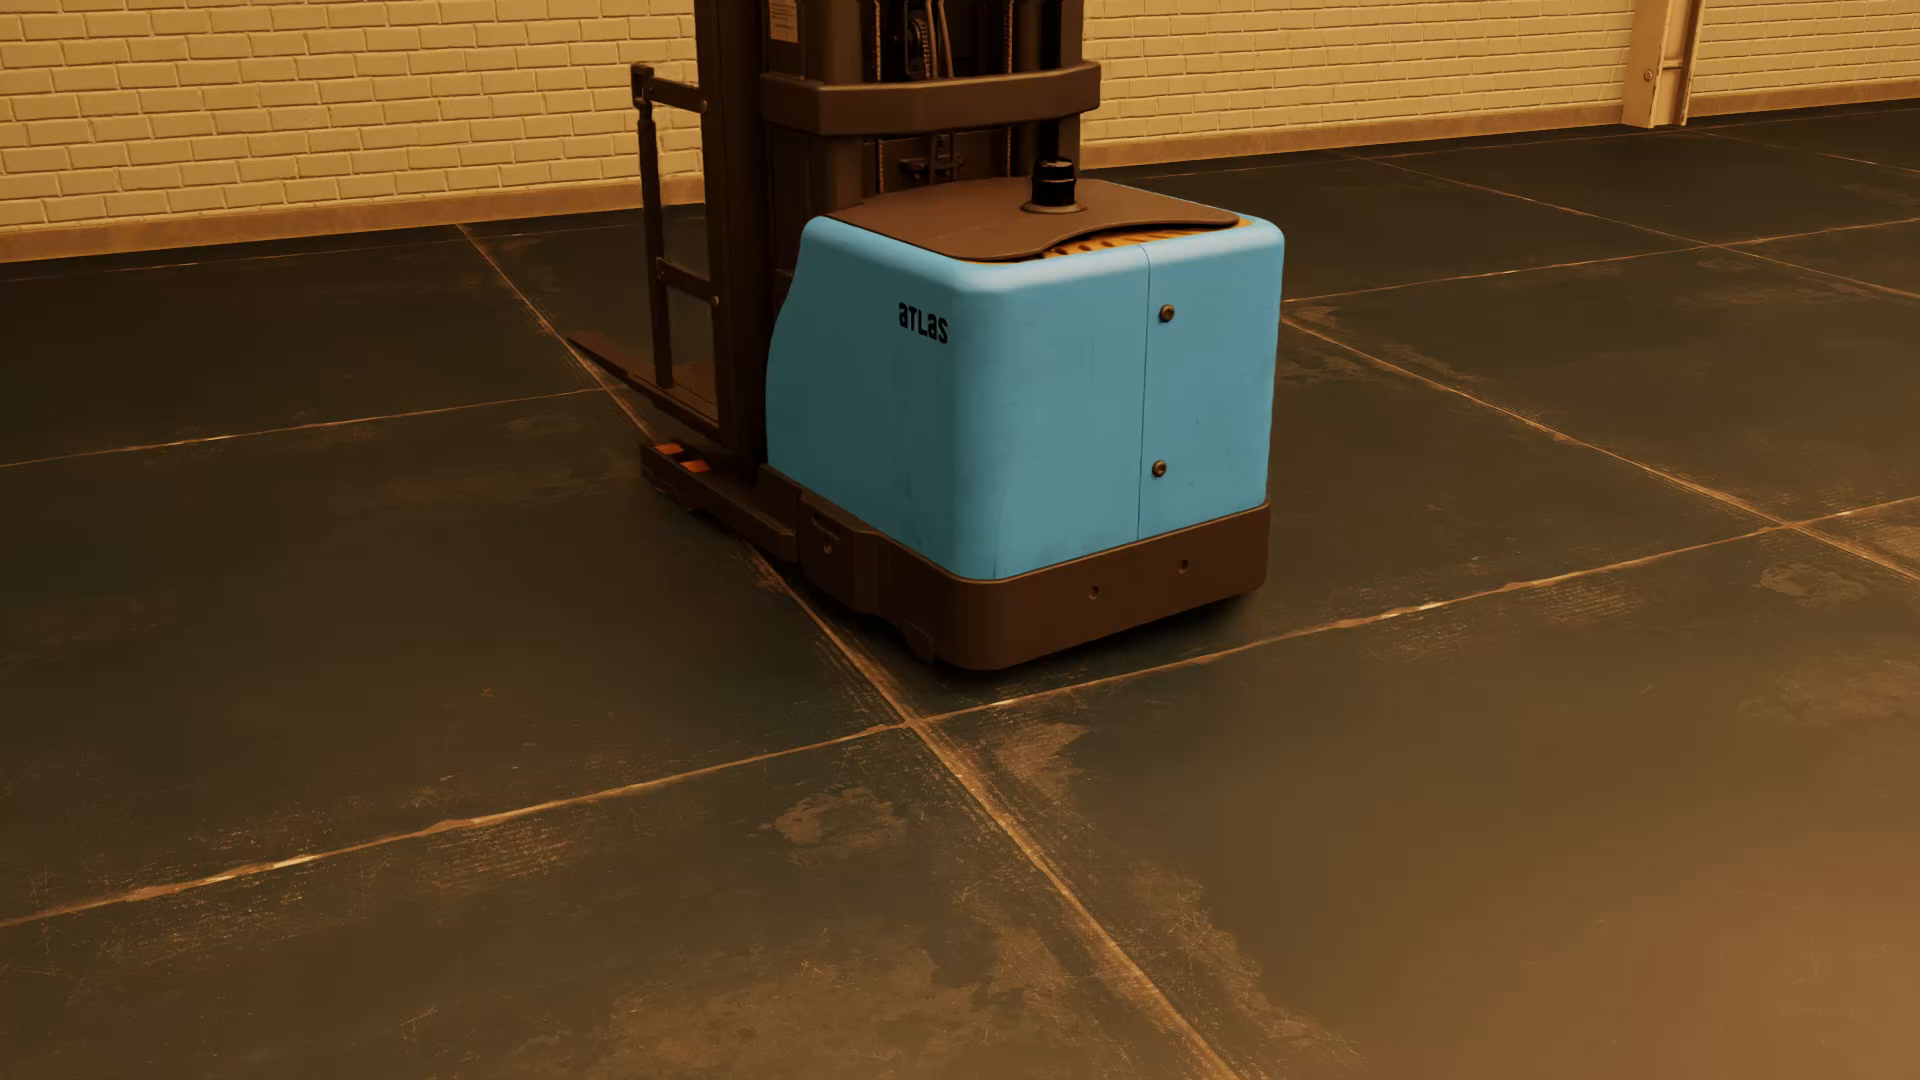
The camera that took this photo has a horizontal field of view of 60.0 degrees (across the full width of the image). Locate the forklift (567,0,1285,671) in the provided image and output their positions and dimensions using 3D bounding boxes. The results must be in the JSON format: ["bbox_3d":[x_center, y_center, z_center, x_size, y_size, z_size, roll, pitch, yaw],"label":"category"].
[{"bbox_3d":[-0.393,-1.538,4.989,1.130,2.935,3.031,-15,27,-32],"label":"forklift"}]
